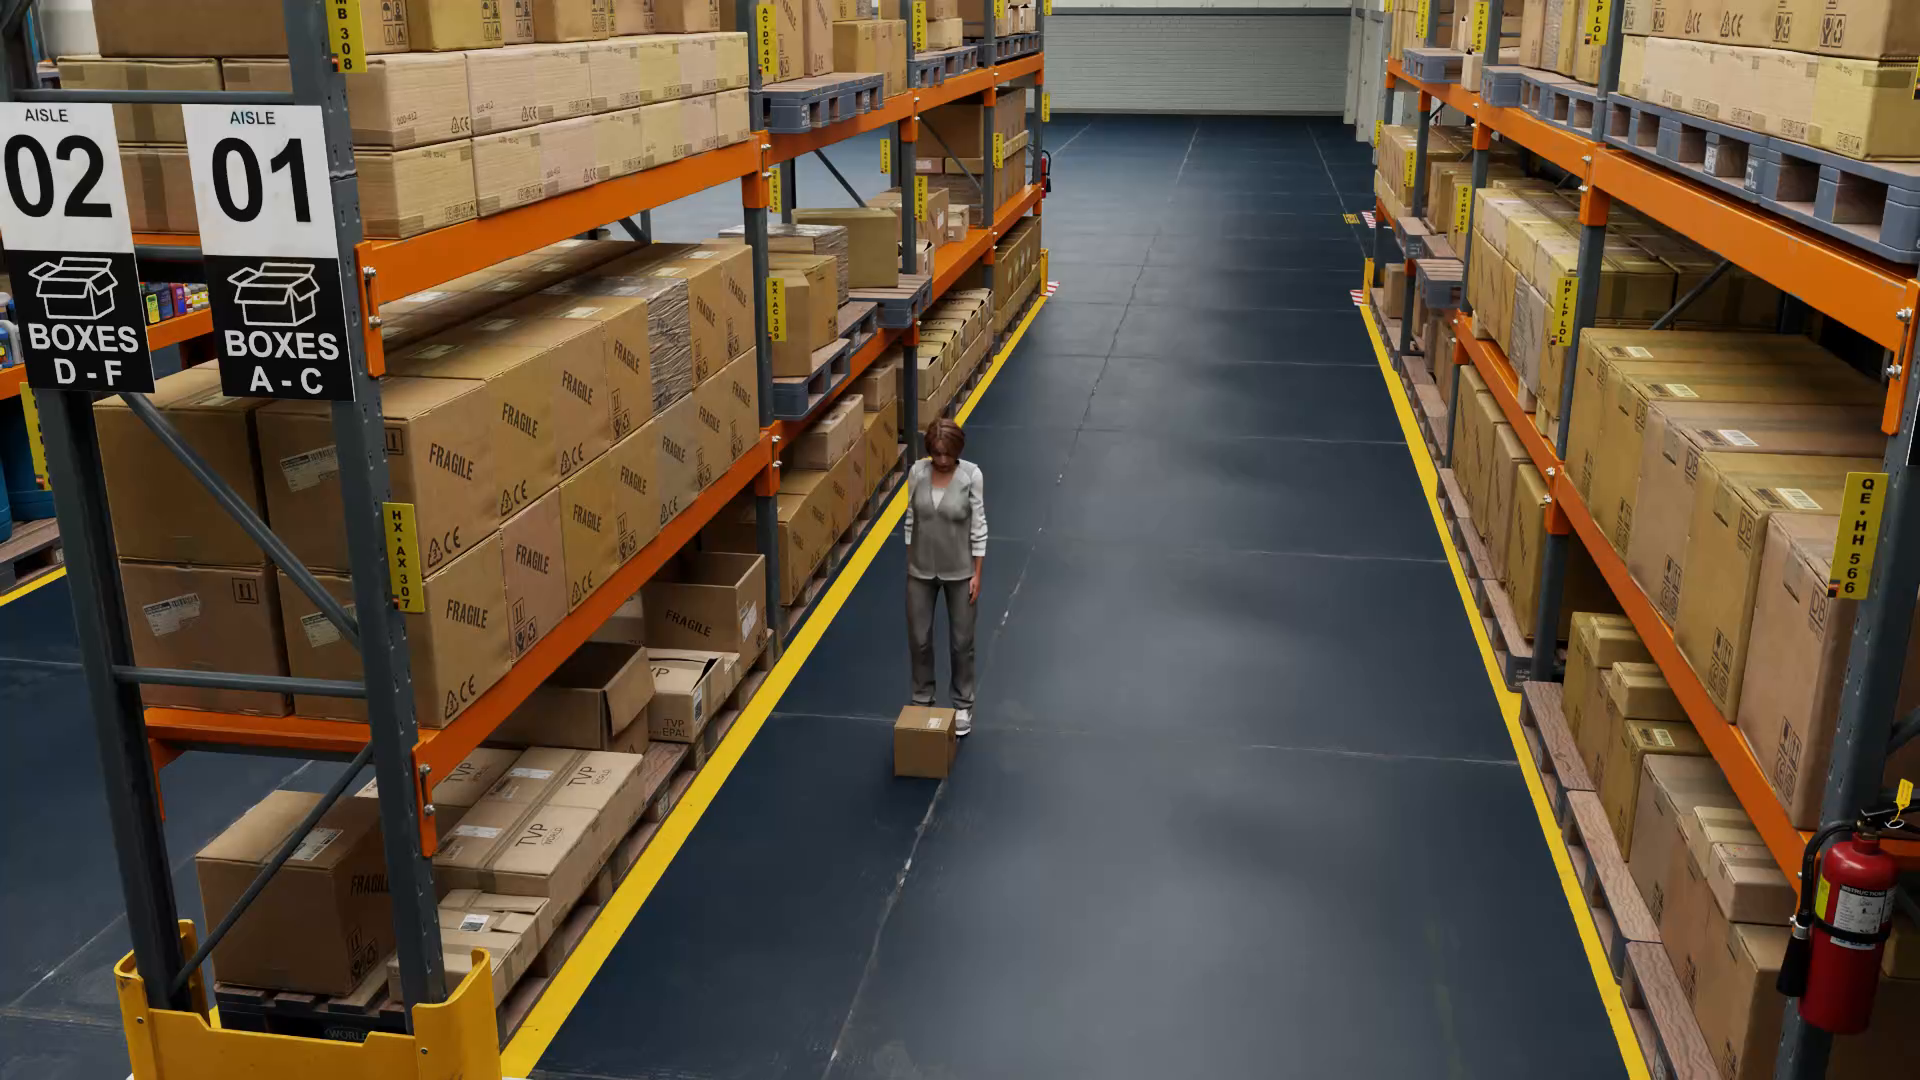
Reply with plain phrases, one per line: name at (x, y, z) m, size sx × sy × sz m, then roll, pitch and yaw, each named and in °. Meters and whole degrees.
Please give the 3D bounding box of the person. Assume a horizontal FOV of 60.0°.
person at (-0.066, 0.173, 8.064) m, size 0.409 × 1.591 × 0.304 m, roll 3°, pitch 18°, yaw 10°
